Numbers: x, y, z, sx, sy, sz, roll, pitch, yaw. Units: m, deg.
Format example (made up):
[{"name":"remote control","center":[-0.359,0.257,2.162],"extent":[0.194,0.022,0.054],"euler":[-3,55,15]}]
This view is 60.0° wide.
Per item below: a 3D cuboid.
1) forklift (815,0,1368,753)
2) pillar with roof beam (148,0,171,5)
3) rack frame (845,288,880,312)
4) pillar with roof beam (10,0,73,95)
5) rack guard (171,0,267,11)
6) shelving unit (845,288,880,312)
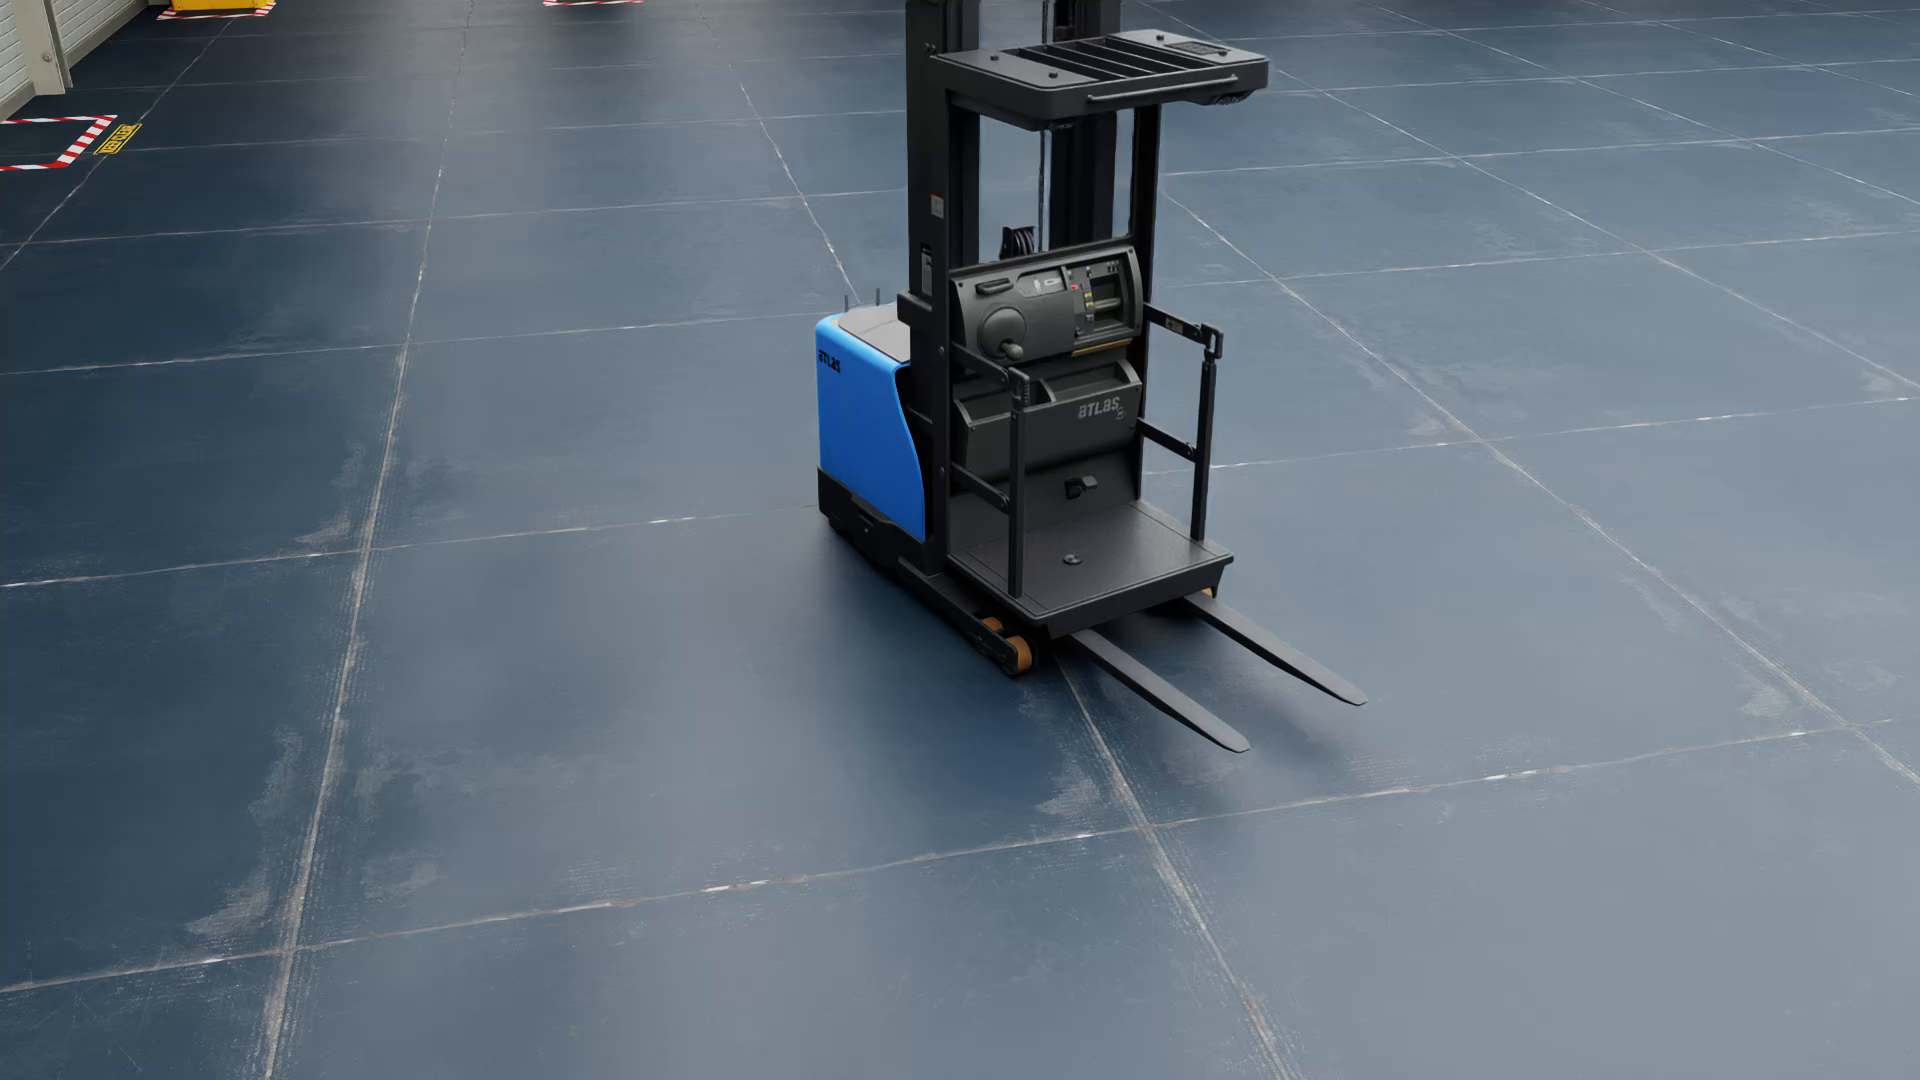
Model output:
[{"name":"forklift","center":[0.504,-0.974,6.927],"extent":[1.130,2.935,3.031],"euler":[-16,31,-29]},{"name":"pillar with roof beam","center":[-6.841,-11.884,21.808],"extent":[9.100,9.000,0.400],"euler":[-6,27,-12]},{"name":"rack frame","center":[-0.494,-0.791,8.653],"extent":[0.200,1.050,0.008],"euler":[-16,31,-29]},{"name":"pillar with roof beam","center":[-5.489,-9.250,16.589],"extent":[9.100,9.000,0.400],"euler":[-6,27,-12]},{"name":"rack guard","center":[-10.052,-7.466,22.488],"extent":[1.175,0.500,0.348],"euler":[-6,27,-12]},{"name":"shelving unit","center":[-0.429,-0.745,8.561],"extent":[0.215,1.050,0.252],"euler":[-16,31,-29]}]
